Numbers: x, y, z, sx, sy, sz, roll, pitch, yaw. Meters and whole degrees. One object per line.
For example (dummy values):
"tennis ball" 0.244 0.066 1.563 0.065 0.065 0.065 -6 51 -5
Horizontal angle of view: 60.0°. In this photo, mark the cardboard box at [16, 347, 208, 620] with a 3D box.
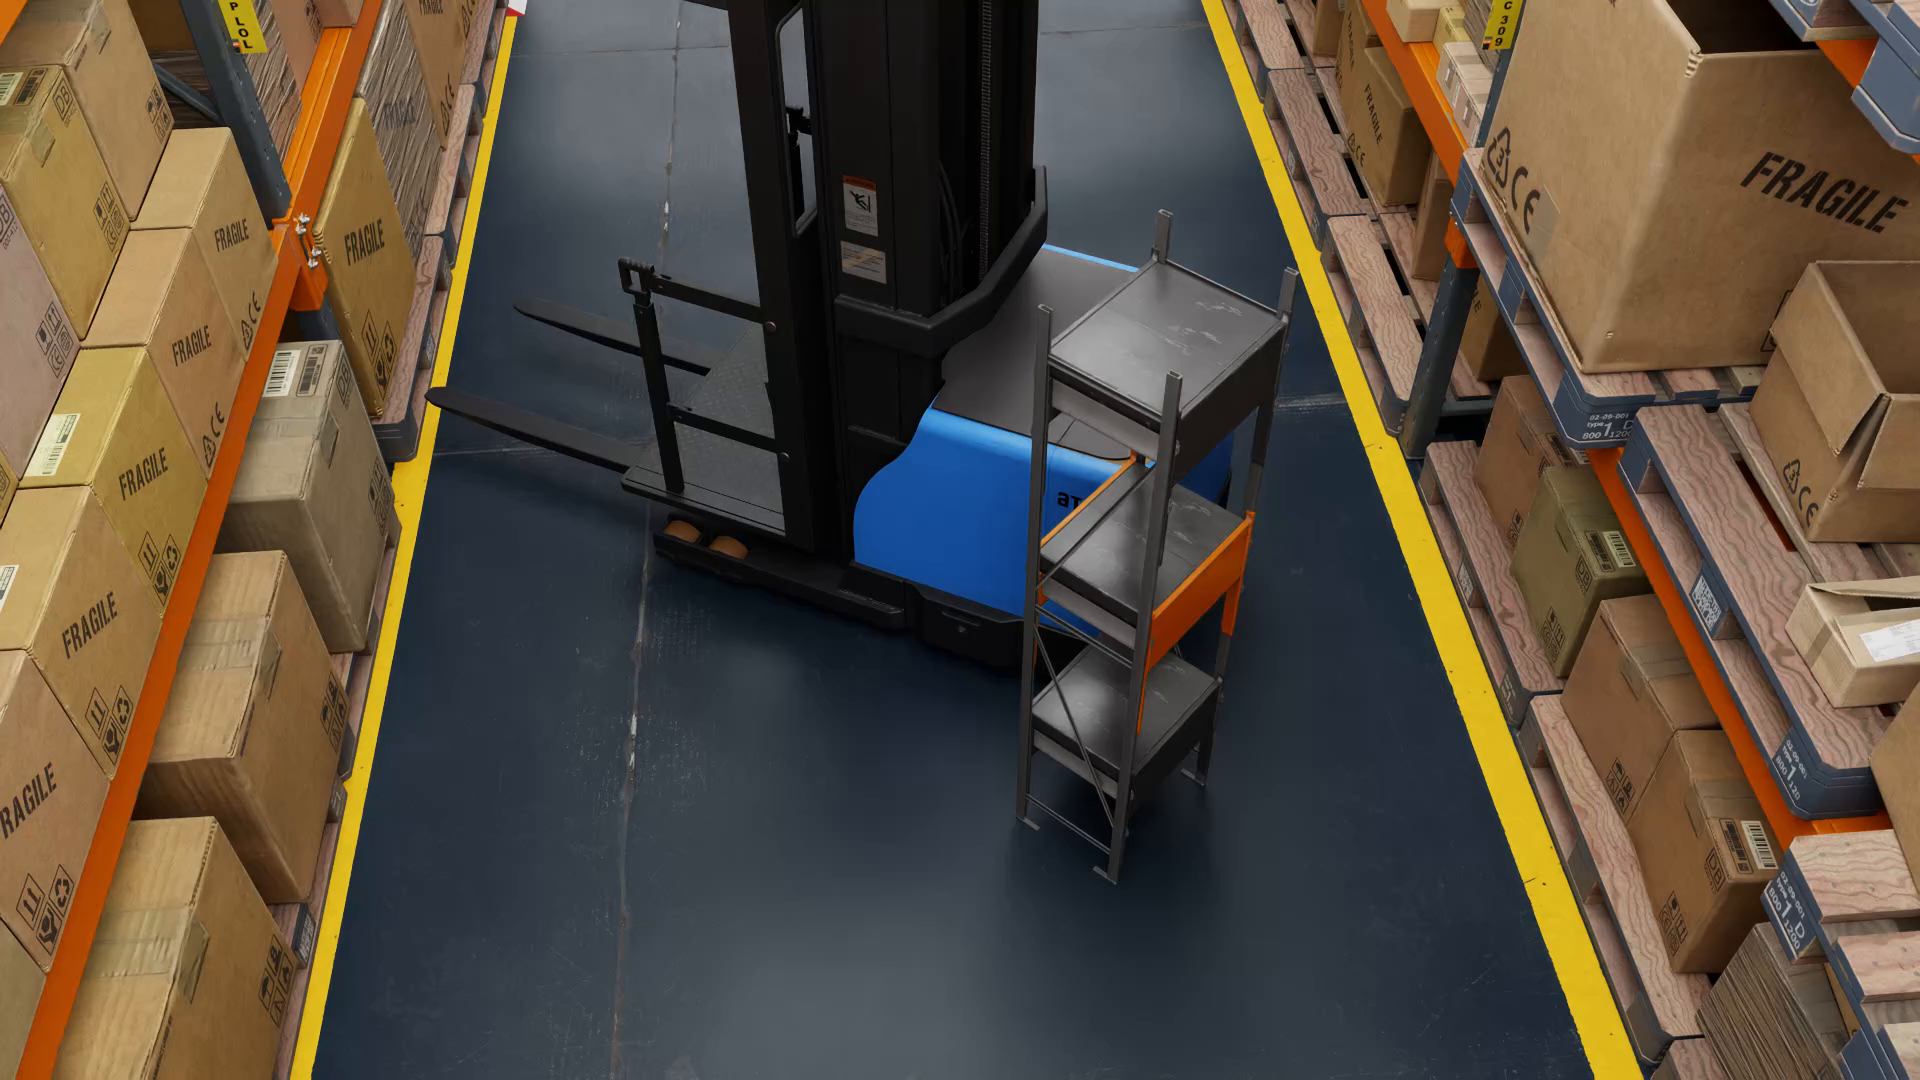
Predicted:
"cardboard box" -2.308 -0.130 4.238 0.500 0.500 0.500 -3 47 -3

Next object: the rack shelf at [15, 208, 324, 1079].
"rack shelf" -2.535 0.506 4.200 1.077 0.370 4.000 -3 47 -3

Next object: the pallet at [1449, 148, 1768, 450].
"pallet" 2.167 -0.789 5.063 1.003 0.211 1.213 -3 47 -3

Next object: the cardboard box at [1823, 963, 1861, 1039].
"cardboard box" 2.443 1.062 4.080 0.500 0.250 0.500 1 47 1

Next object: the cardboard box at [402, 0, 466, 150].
"cardboard box" -2.839 -2.373 7.605 0.875 0.875 0.875 -4 47 -4

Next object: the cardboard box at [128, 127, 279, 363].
"cardboard box" -2.393 -0.861 4.931 0.500 0.500 0.500 -4 47 -4

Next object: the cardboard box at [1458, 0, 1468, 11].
"cardboard box" 2.265 -2.246 6.038 0.875 0.500 0.500 -3 47 -3

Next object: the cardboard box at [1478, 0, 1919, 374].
"cardboard box" 2.175 -1.184 4.603 1.000 1.000 1.000 -3 47 -3

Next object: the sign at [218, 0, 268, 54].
"sign" -2.163 -1.599 4.955 0.100 0.325 0.005 -3 47 -3

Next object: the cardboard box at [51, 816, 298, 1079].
"cardboard box" -2.406 1.257 4.254 1.050 0.750 0.750 -3 47 -3

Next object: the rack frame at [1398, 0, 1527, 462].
"rack frame" 2.248 -1.416 5.525 1.000 3.000 0.127 -3 47 -3

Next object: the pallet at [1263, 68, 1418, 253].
"pallet" 2.052 -1.826 7.834 1.003 0.211 1.213 -3 47 -3

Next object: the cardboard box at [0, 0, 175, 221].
"cardboard box" -2.655 -1.207 4.570 0.700 0.500 0.500 -4 47 -4

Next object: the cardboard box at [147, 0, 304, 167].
"cardboard box" -2.746 -1.506 5.507 0.875 0.550 0.550 -3 47 -3

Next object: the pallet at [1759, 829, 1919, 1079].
"pallet" 2.417 1.035 3.336 1.213 0.211 1.003 -3 47 -3

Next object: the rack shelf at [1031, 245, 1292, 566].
"rack shelf" 0.495 -0.340 4.181 0.431 0.518 0.480 31 54 26

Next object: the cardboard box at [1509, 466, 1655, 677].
"cardboard box" 2.299 0.084 5.523 0.700 0.500 0.500 -4 47 -4

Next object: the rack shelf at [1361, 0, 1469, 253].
"rack shelf" 2.081 -2.616 7.157 1.077 0.370 4.000 -3 47 -3

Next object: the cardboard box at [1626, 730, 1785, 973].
"cardboard box" 2.394 0.892 4.758 0.700 0.500 0.500 0 47 0

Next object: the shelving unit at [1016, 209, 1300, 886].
"shelving unit" 0.495 0.131 4.679 0.431 2.100 0.503 31 54 26

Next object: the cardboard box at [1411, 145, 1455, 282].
"cardboard box" 2.199 -1.407 6.949 0.500 0.500 0.500 10 47 9

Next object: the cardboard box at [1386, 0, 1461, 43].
"cardboard box" 1.833 -2.008 6.258 0.380 0.149 0.250 -3 47 -3

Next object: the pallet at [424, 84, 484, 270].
"pallet" -2.794 -1.669 7.685 1.003 0.211 1.213 -3 47 -3

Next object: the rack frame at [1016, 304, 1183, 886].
"rack frame" 0.339 0.268 4.550 0.400 2.100 0.015 31 54 26

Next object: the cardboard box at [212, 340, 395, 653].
"cardboard box" -2.561 -0.115 5.553 1.050 0.750 0.750 -4 47 -3

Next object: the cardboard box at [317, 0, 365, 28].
"cardboard box" -2.742 -2.300 6.259 0.875 0.550 0.550 -3 47 -3

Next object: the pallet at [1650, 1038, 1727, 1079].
"pallet" 2.519 1.871 4.332 1.003 0.211 1.213 -3 47 -3

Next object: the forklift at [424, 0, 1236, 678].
"forklift" -0.571 -1.191 5.360 3.031 2.935 1.130 18 49 16

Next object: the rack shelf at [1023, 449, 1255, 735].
"rack shelf" 0.495 0.141 4.689 0.431 0.518 0.480 31 54 26

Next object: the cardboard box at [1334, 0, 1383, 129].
"cardboard box" 2.067 -2.258 7.755 0.500 0.500 0.500 0 47 0

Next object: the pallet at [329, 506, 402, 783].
"pallet" -2.563 0.325 5.797 1.003 0.211 1.213 -3 47 -3

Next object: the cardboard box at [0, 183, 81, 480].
"cardboard box" -2.568 -0.470 3.871 0.700 0.500 0.500 -3 47 -3

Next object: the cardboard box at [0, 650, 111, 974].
"cardboard box" -2.224 0.598 3.549 0.500 0.500 0.500 -4 47 -3

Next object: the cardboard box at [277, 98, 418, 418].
"cardboard box" -2.686 -1.061 6.363 0.875 0.875 0.875 -3 47 -3

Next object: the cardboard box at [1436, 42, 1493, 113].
"cardboard box" 1.926 -1.649 5.919 0.380 0.149 0.250 -3 47 -3

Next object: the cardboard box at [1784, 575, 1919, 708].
"cardboard box" 2.174 0.189 3.808 0.396 0.266 0.258 -5 47 -4

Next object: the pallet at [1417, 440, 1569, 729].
"pallet" 2.315 0.106 6.004 1.003 0.211 1.213 -3 47 -3
